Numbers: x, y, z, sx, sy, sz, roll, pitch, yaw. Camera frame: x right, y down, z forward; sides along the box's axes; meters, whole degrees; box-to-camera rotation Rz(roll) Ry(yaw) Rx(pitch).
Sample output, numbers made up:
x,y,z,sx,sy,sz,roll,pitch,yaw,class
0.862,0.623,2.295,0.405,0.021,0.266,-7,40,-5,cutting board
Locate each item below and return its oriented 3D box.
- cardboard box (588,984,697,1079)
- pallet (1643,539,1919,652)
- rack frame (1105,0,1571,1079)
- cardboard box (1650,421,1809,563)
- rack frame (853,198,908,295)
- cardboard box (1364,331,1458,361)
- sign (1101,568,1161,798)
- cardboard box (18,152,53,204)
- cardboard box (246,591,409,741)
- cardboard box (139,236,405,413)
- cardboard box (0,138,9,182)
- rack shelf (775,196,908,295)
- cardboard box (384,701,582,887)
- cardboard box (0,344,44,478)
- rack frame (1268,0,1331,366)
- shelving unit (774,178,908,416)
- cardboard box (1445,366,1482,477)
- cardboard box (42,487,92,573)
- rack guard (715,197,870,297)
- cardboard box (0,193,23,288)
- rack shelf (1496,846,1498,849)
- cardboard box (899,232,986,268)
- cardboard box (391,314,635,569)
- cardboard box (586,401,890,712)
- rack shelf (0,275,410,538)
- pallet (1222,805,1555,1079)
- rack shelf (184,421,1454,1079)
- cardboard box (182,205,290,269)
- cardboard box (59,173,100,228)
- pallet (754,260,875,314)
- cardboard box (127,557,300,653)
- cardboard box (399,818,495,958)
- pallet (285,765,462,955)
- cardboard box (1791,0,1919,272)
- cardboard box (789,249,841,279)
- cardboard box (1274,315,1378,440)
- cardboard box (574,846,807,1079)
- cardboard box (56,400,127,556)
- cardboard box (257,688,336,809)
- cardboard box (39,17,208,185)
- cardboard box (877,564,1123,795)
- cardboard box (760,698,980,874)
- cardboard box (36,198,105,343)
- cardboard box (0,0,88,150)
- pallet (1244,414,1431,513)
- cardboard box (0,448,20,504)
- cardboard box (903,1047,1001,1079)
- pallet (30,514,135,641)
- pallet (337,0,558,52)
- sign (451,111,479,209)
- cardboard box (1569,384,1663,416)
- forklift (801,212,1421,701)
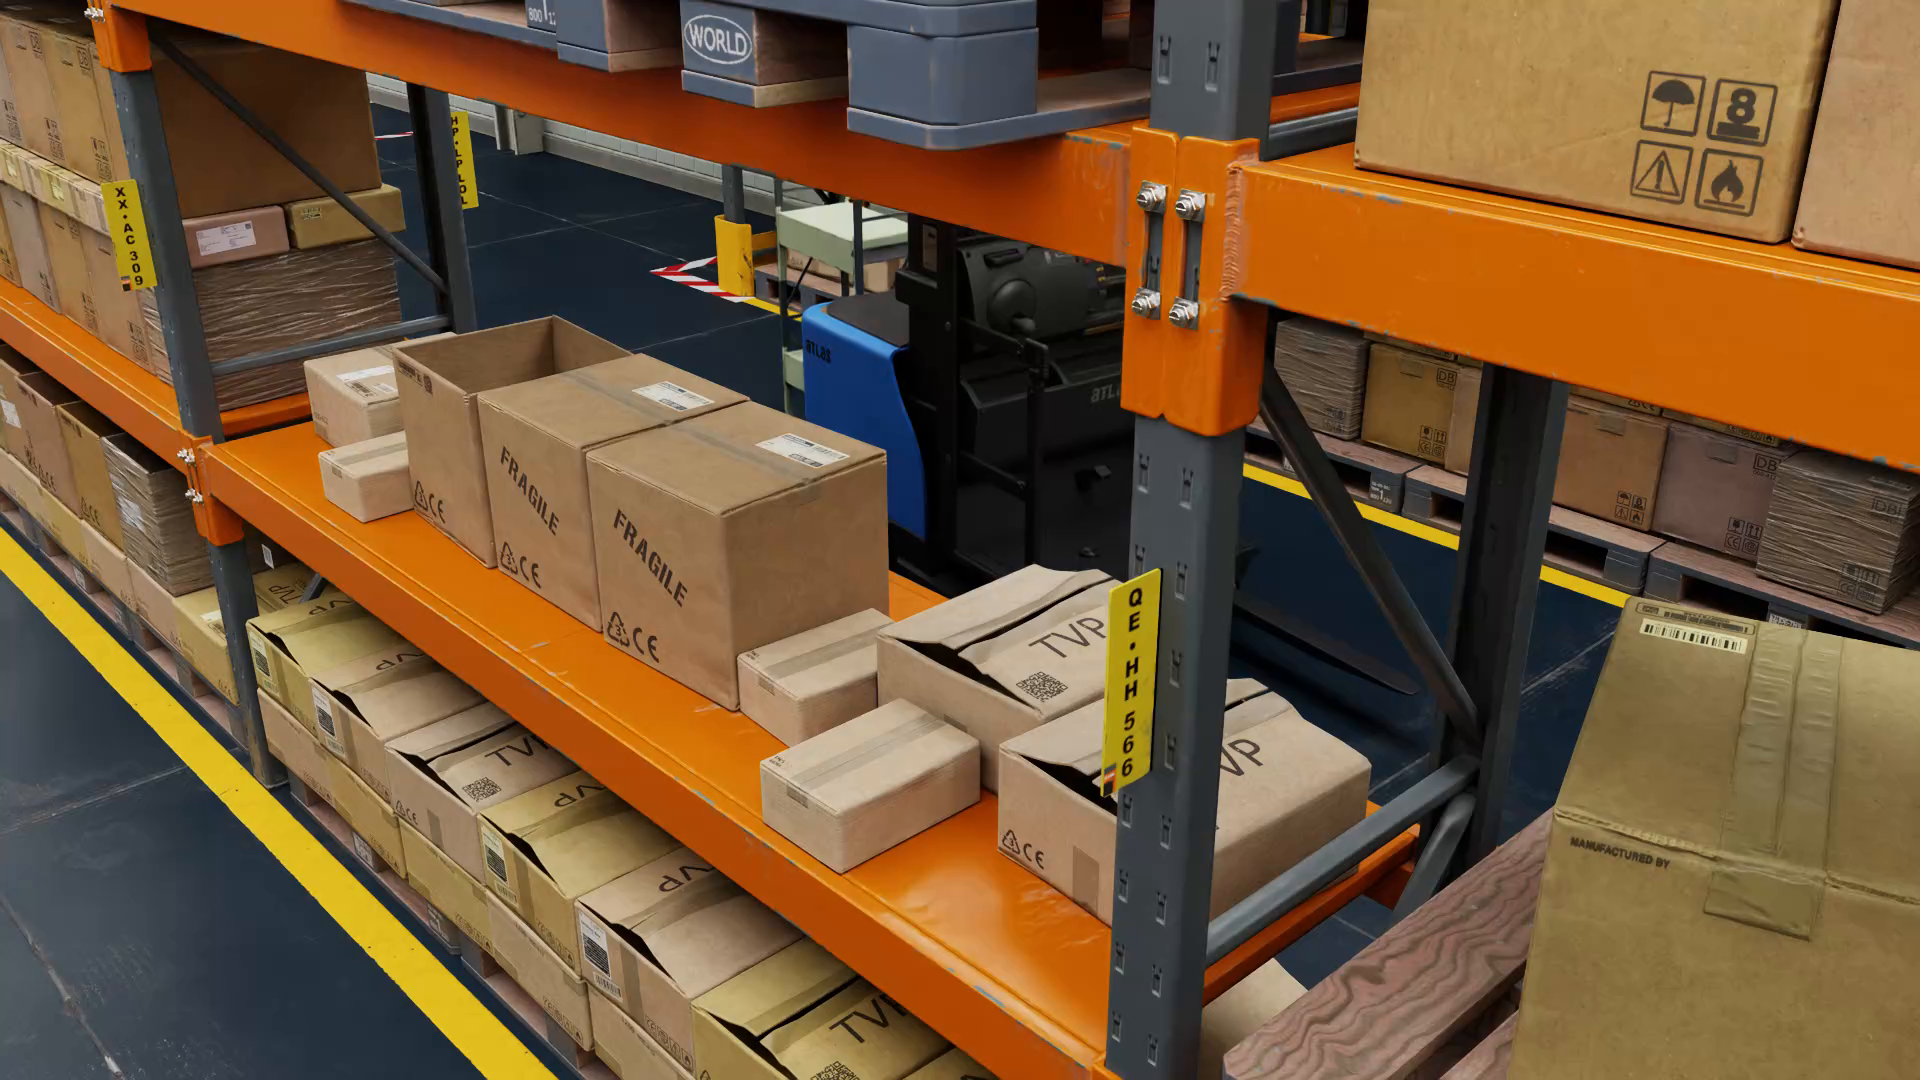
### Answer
x,y,z,sx,sy,sz,roll,pitch,yaw,class
-0.596,1.230,4.246,0.500,0.250,0.500,-20,31,-37,cardboard box
3.719,0.194,7.071,1.003,0.211,1.213,-21,32,-38,pallet
0.641,0.568,2.891,0.949,2.616,0.053,-21,32,-38,rack frame
3.455,-0.293,7.260,0.700,0.500,0.500,-21,32,-39,cardboard box
-0.315,-0.907,7.932,0.400,1.500,0.023,-16,29,-32,rack frame
2.337,-1.103,8.131,0.500,0.250,0.500,-22,33,-39,cardboard box
0.236,0.201,2.301,0.100,0.325,0.005,-21,32,-38,sign
-3.304,-1.390,6.282,0.380,0.149,0.250,-20,31,-37,cardboard box
-1.995,0.358,5.483,0.500,0.311,0.500,-21,32,-38,cardboard box
-2.403,-0.821,5.815,0.700,0.500,0.500,-22,33,-40,cardboard box
-3.668,-1.550,6.631,0.380,0.149,0.250,-21,32,-38,cardboard box
-0.526,-1.387,8.043,0.431,0.370,0.720,-16,29,-32,rack shelf
-1.302,0.667,4.805,0.500,0.311,0.500,23,33,40,cardboard box
-3.931,-0.612,7.380,0.500,0.500,0.500,-21,32,-38,cardboard box
1.518,-2.049,8.628,1.000,3.000,0.127,-21,32,-38,rack frame
-0.526,-1.032,8.204,0.431,1.500,0.755,-16,29,-32,shelving unit
2.742,-0.586,7.901,0.700,0.500,0.500,-21,32,-38,cardboard box
-3.601,-0.114,7.194,0.500,0.250,0.500,-21,32,-38,cardboard box
-1.164,-2.101,11.753,1.175,0.500,0.348,-21,32,-38,rack guard
-3.822,-1.445,7.184,0.700,0.500,0.500,-21,32,-38,cardboard box
2.006,1.502,1.710,1.077,0.370,4.000,-21,32,-38,rack shelf
0.046,-1.680,10.300,0.500,0.500,0.700,21,32,39,cardboard box
-1.222,-0.292,4.655,0.500,0.500,0.500,-19,30,-35,cardboard box
-0.520,0.020,3.972,0.500,0.500,0.500,22,32,39,cardboard box
-3.462,-0.922,7.023,1.077,0.370,4.000,-21,32,-38,rack shelf
1.153,0.842,2.522,1.213,0.211,1.003,-21,32,-38,pallet
-0.728,0.290,4.367,1.077,0.370,4.000,-21,32,-38,rack shelf
-2.438,-1.005,5.437,0.380,0.149,0.250,-21,32,-38,cardboard box
-2.966,-1.239,5.949,0.380,0.149,0.250,-21,32,-39,cardboard box
-0.635,-1.713,11.252,1.003,0.211,1.213,-21,32,-38,pallet
-2.906,0.184,6.539,0.500,0.250,0.500,-21,32,-38,cardboard box
-1.296,0.921,4.924,0.500,0.250,0.500,-22,33,-40,cardboard box
-1.563,0.838,5.659,1.003,0.211,1.213,-21,32,-38,pallet
1.310,-0.564,1.638,0.910,0.500,0.500,-21,32,-38,cardboard box
-0.809,-2.003,11.236,0.500,0.311,0.500,19,31,36,cardboard box
2.033,-0.894,8.577,0.700,0.500,0.500,-20,31,-37,cardboard box
-0.602,0.975,4.129,0.500,0.311,0.500,-21,32,-39,cardboard box
-3.250,-0.308,6.714,0.500,0.500,0.500,-21,32,-38,cardboard box
-2.001,0.609,5.607,0.500,0.250,0.500,-22,33,-40,cardboard box
-2.750,-1.564,5.881,0.700,0.500,0.500,-21,32,-39,cardboard box
0.169,0.284,3.622,0.500,0.311,0.500,-22,32,-39,cardboard box
-0.178,0.489,3.367,0.380,0.149,0.250,-21,32,-38,cardboard box
-3.109,-1.132,6.497,0.700,0.500,0.500,-21,32,-38,cardboard box
-3.432,-1.867,6.546,0.700,0.500,0.500,-21,32,-38,cardboard box
2.051,-0.545,8.691,1.003,0.211,1.213,-21,32,-38,pallet
-4.281,-0.419,7.861,0.500,0.250,0.500,-21,32,-38,cardboard box
0.101,1.285,3.451,0.500,0.311,0.500,-20,31,-37,cardboard box
-3.447,0.003,7.489,1.003,0.211,1.213,-21,32,-38,pallet
-0.657,-1.228,3.442,1.003,0.211,1.213,-19,31,-36,pallet
-1.706,-1.291,5.665,0.100,0.325,0.005,-21,32,-38,sign
3.023,-0.790,7.445,0.500,0.250,0.500,-21,32,-39,cardboard box
0.530,-1.021,6.456,1.130,2.935,3.031,-16,29,-32,forklift
